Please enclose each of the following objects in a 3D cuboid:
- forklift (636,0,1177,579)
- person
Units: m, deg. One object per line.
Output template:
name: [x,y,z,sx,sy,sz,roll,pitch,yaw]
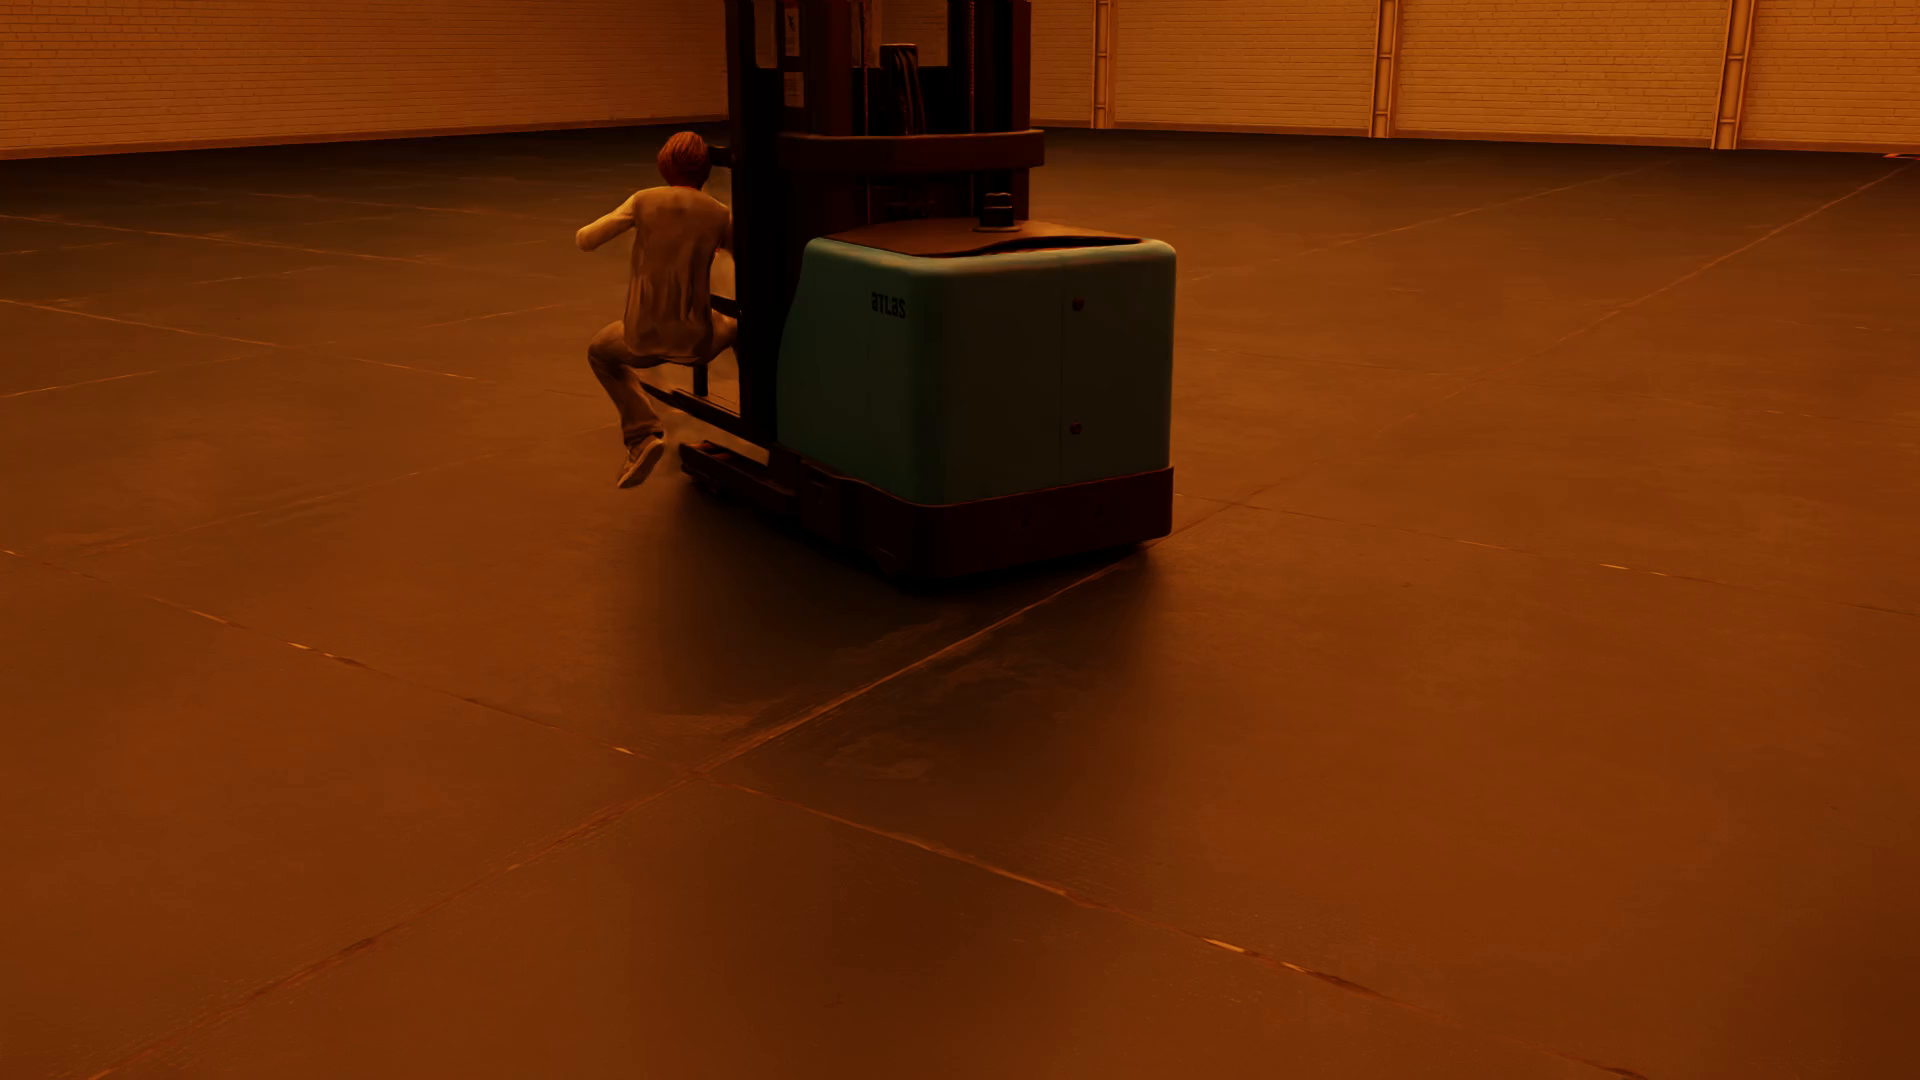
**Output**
forklift: [-0.471,-1.647,6.339,1.130,2.935,3.031,-10,19,-31]
person: [-1.049,-0.866,6.393,0.847,1.349,0.685,-1,17,-4]
